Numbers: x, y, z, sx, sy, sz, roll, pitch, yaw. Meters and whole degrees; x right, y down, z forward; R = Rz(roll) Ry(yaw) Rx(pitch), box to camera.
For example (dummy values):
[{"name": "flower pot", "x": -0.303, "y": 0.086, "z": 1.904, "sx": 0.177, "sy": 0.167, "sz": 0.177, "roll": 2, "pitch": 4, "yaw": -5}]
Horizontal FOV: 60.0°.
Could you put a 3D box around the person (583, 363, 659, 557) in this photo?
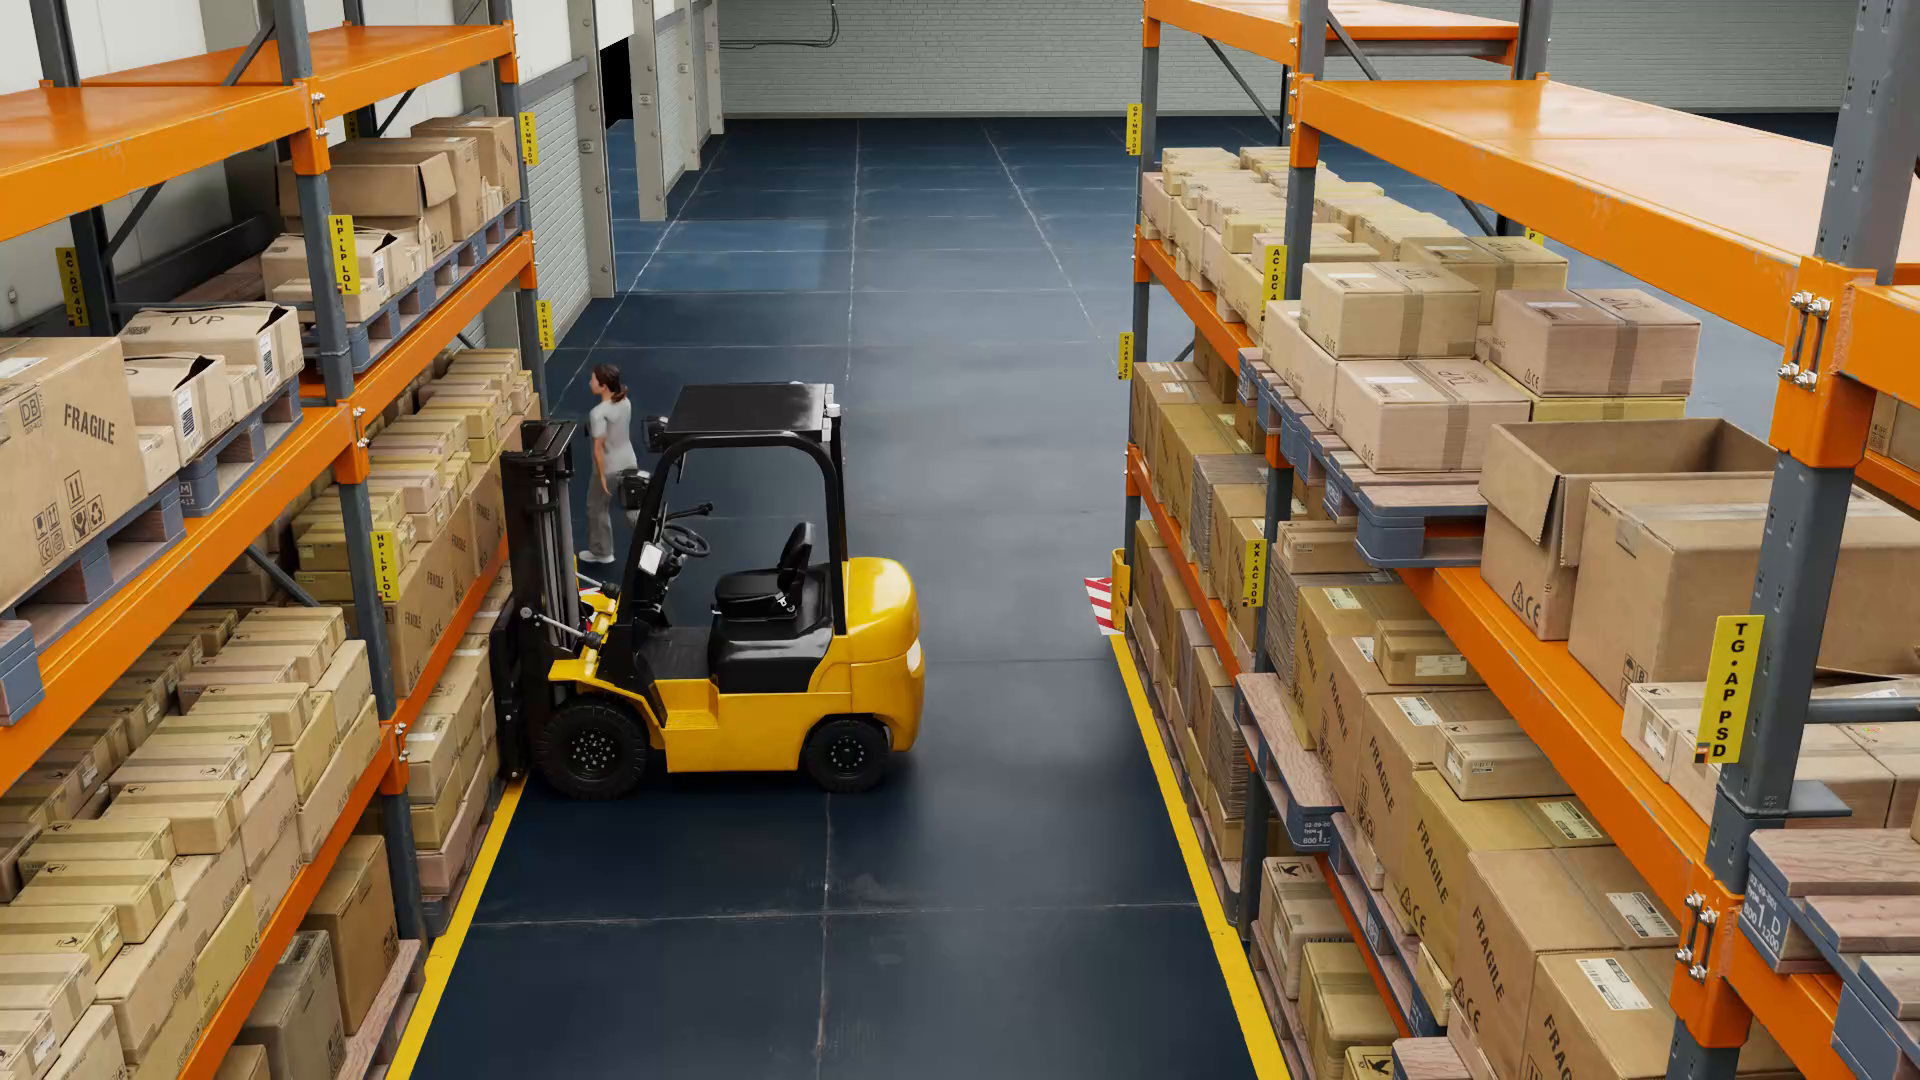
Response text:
[{"name": "person", "x": -2.589, "y": -0.563, "z": 12.483, "sx": 0.743, "sy": 1.576, "sz": 0.479, "roll": 13, "pitch": 24, "yaw": 31}]
